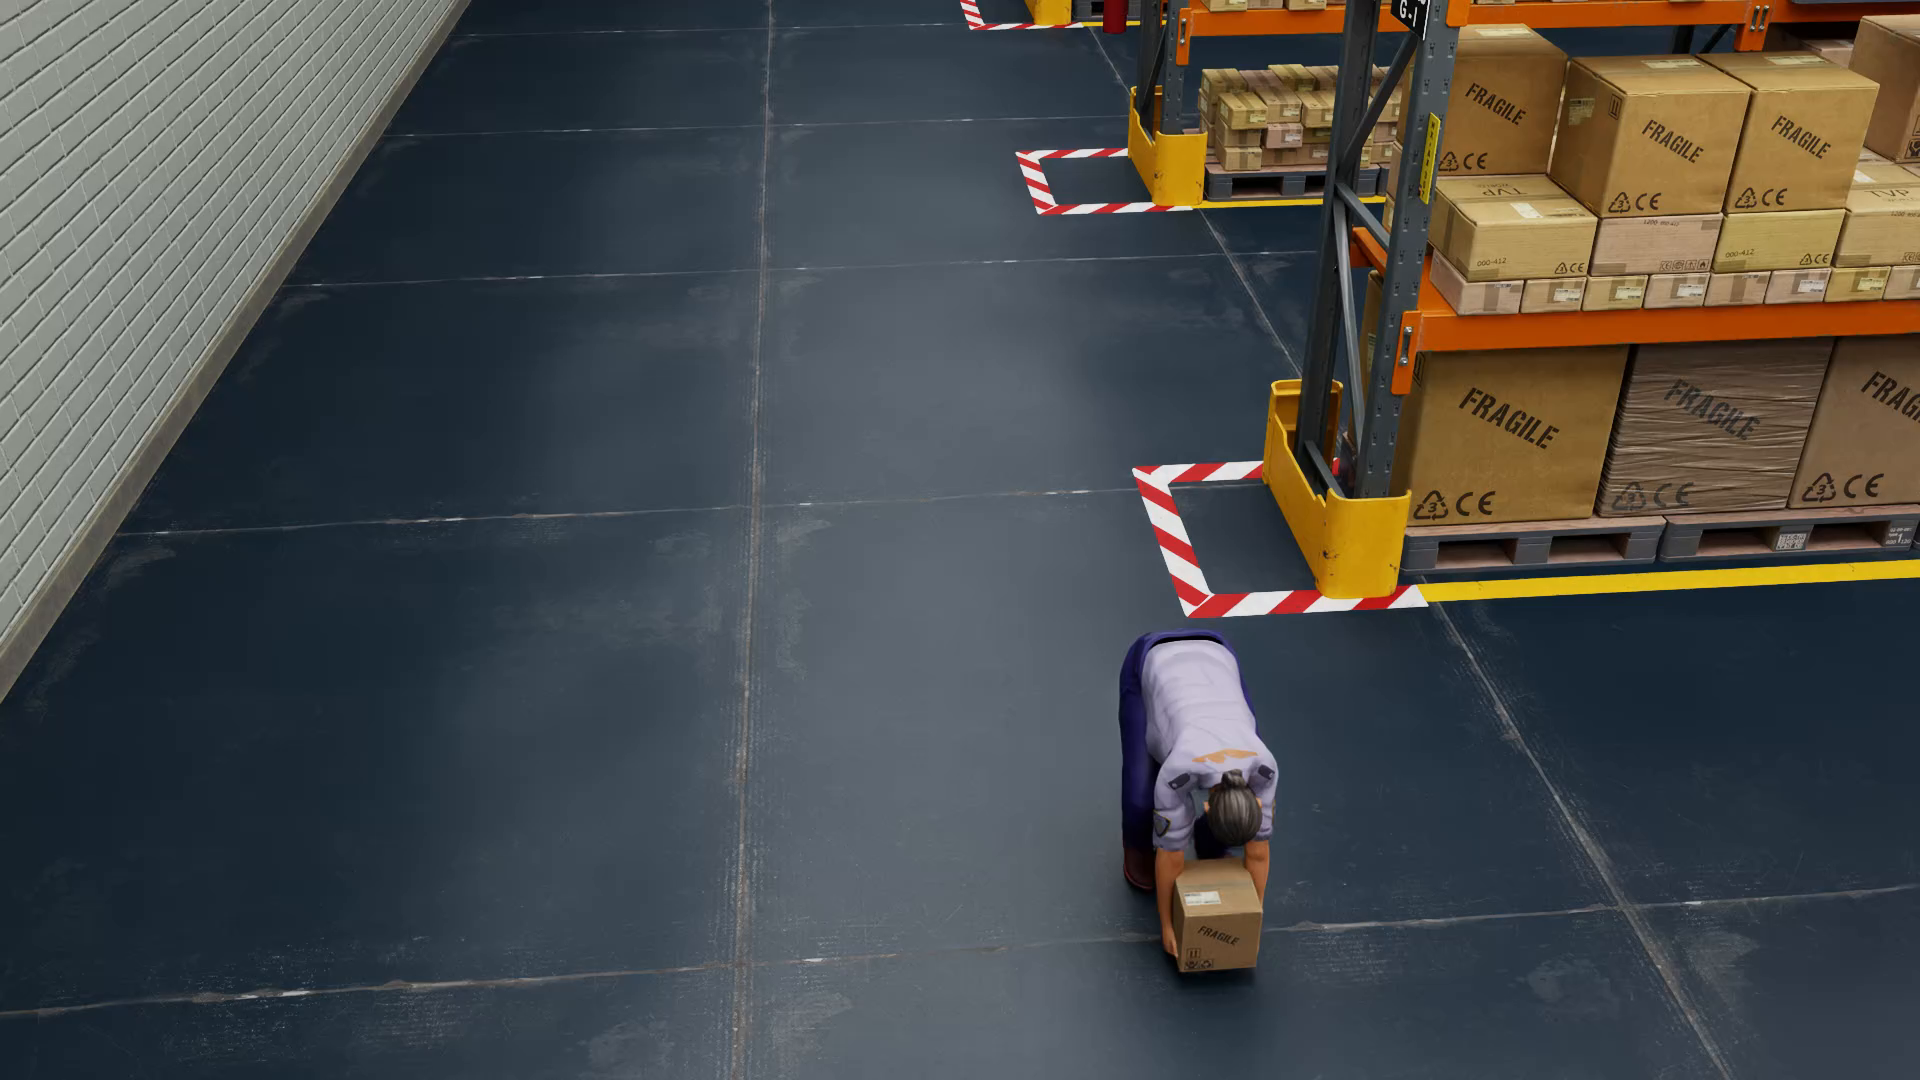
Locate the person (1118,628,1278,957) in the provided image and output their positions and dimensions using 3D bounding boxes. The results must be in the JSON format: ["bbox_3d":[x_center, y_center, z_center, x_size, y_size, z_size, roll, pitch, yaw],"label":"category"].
[{"bbox_3d":[0.785,0.854,5.471,0.485,0.895,0.840,-4,32,-7],"label":"person"}]
